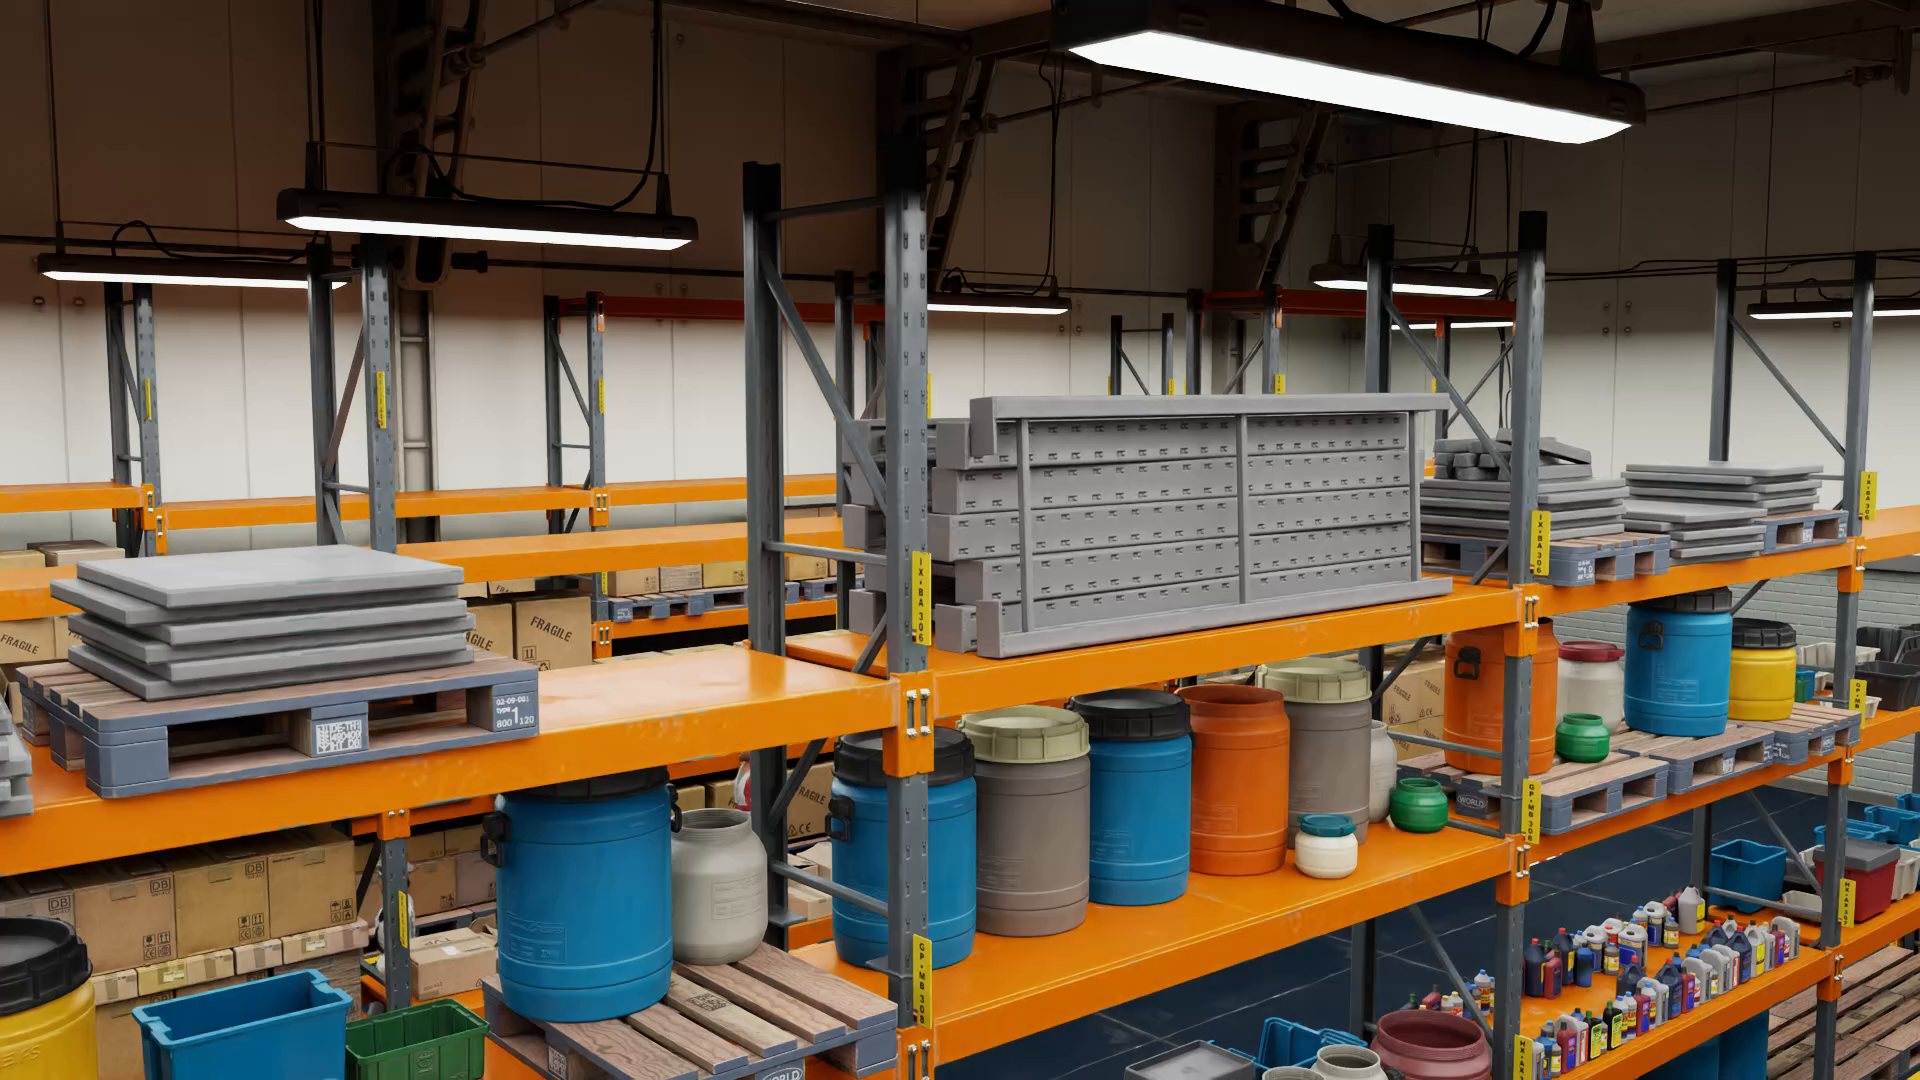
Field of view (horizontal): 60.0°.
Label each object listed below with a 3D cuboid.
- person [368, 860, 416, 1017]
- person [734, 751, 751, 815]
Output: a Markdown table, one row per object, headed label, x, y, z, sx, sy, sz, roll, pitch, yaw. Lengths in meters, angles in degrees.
| label | x | y | z | sx | sy | sz | roll | pitch | yaw |
| --- | --- | --- | --- | --- | --- | --- | --- | --- | --- |
| person | -4.189 | 3.156 | 12.177 | 0.865 | 1.642 | 0.512 | -3 | 6 | -26 |
| person | -2.051 | 2.755 | 15.961 | 0.706 | 1.829 | 0.561 | -4 | 7 | -34 |
